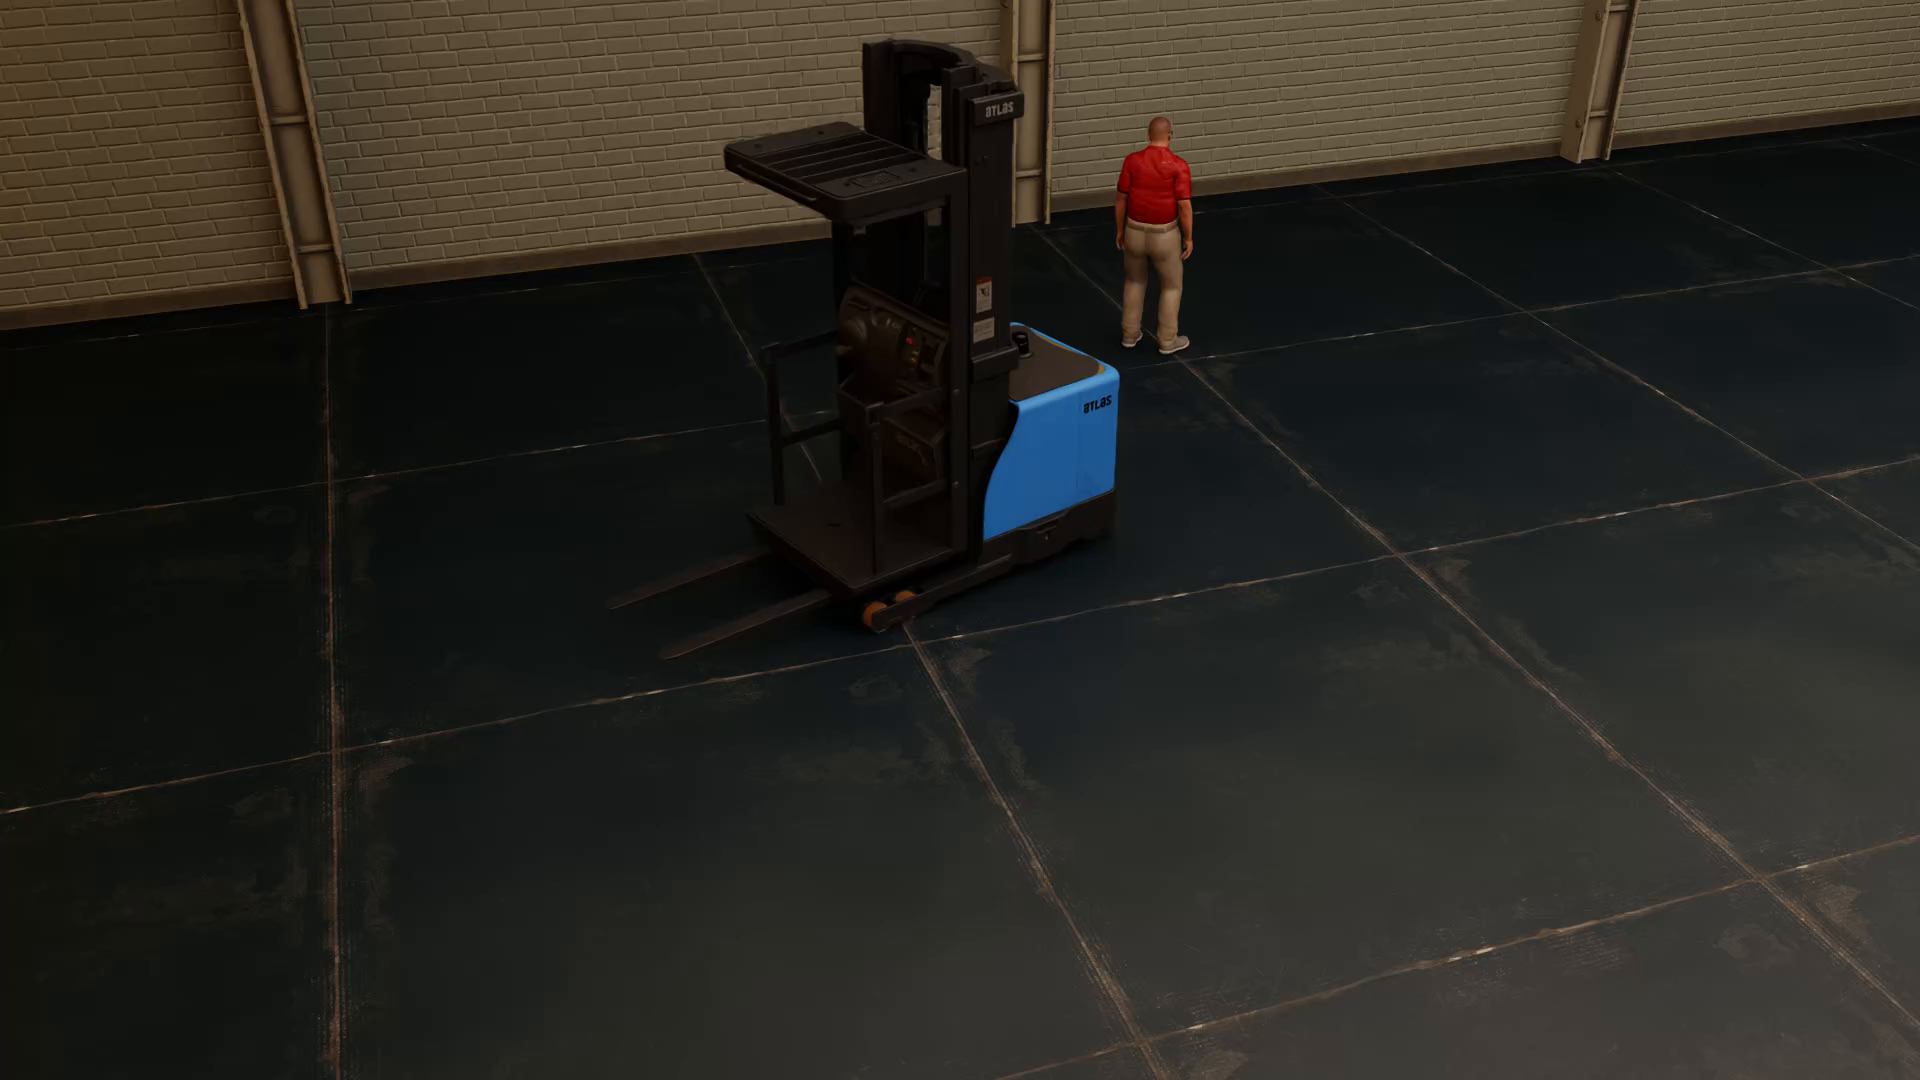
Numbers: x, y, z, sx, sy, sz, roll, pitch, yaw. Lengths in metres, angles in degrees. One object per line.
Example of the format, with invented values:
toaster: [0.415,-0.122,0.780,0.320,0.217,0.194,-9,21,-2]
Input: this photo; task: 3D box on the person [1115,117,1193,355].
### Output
person: [1.416,-2.216,12.147,0.585,1.726,0.396,13,32,22]

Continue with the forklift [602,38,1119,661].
forklift: [-0.537,-1.059,8.928,3.031,2.935,1.130,-21,36,-32]
